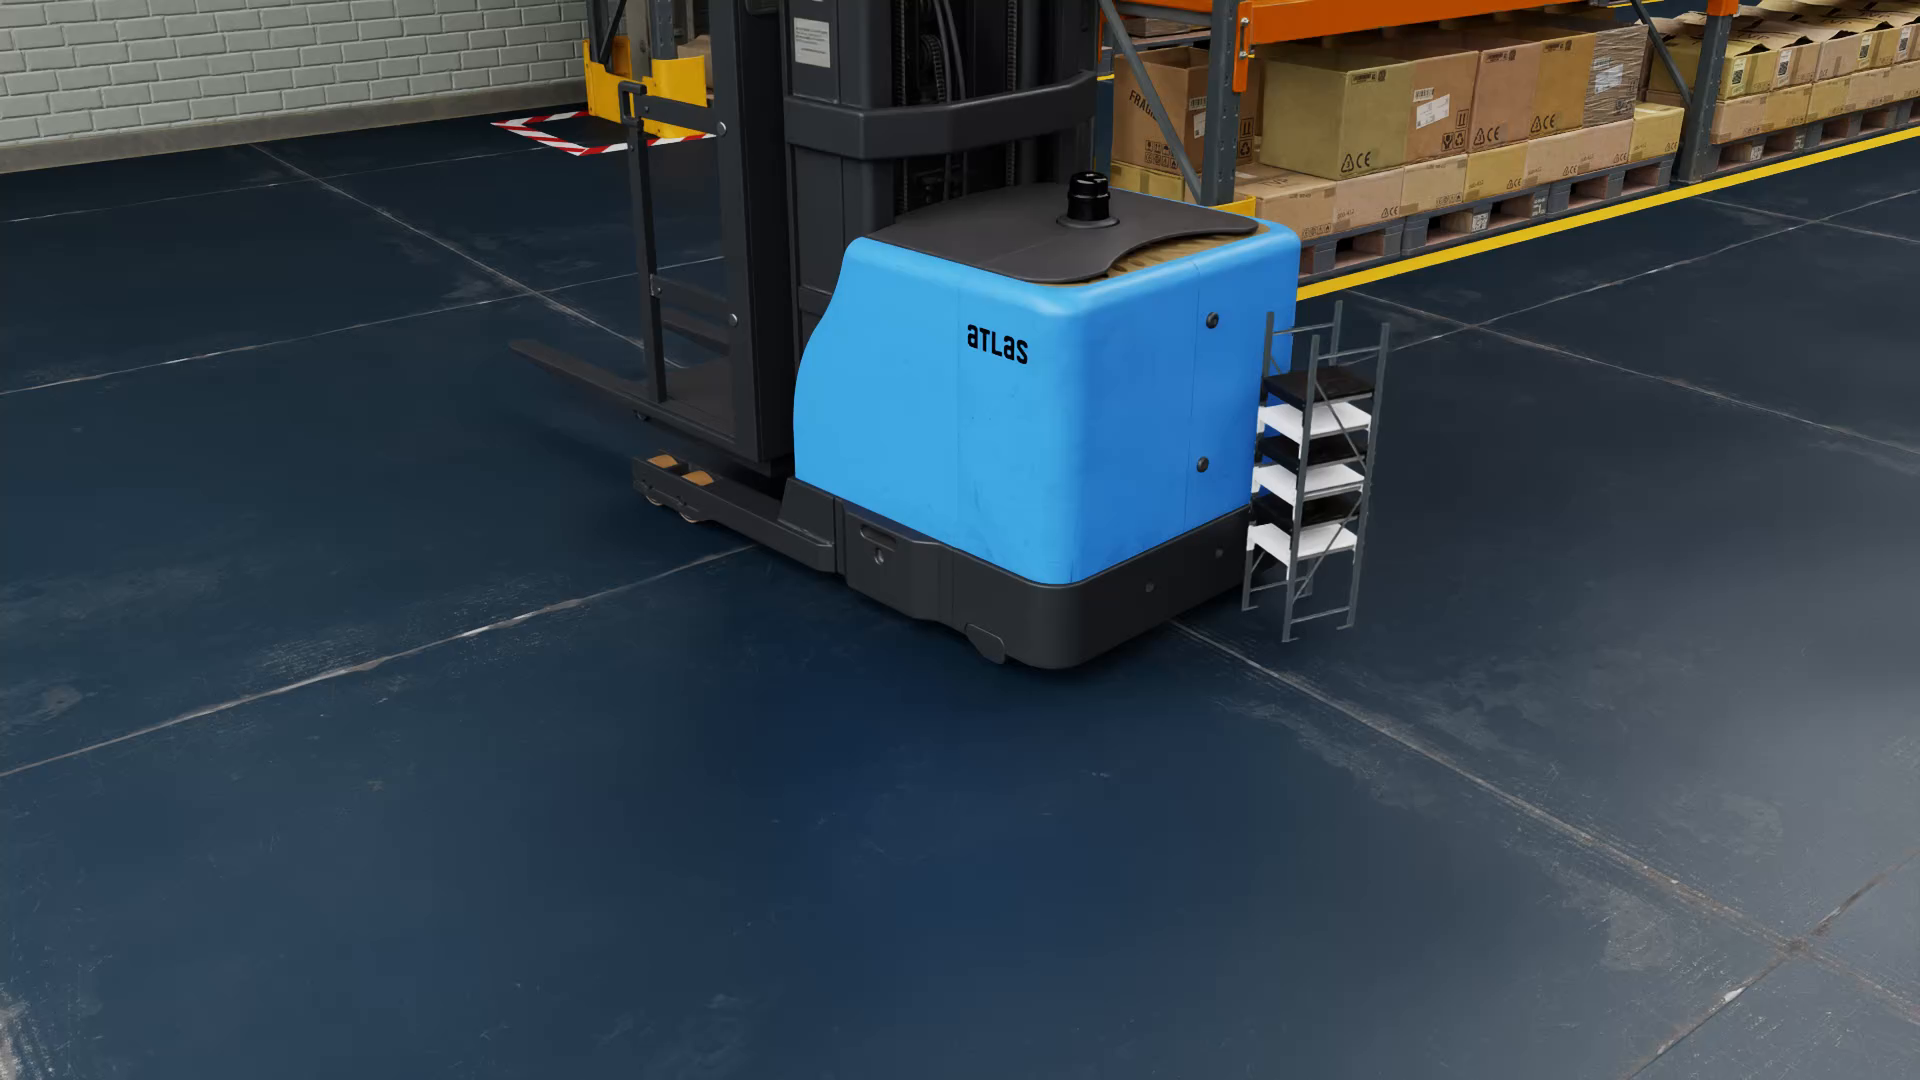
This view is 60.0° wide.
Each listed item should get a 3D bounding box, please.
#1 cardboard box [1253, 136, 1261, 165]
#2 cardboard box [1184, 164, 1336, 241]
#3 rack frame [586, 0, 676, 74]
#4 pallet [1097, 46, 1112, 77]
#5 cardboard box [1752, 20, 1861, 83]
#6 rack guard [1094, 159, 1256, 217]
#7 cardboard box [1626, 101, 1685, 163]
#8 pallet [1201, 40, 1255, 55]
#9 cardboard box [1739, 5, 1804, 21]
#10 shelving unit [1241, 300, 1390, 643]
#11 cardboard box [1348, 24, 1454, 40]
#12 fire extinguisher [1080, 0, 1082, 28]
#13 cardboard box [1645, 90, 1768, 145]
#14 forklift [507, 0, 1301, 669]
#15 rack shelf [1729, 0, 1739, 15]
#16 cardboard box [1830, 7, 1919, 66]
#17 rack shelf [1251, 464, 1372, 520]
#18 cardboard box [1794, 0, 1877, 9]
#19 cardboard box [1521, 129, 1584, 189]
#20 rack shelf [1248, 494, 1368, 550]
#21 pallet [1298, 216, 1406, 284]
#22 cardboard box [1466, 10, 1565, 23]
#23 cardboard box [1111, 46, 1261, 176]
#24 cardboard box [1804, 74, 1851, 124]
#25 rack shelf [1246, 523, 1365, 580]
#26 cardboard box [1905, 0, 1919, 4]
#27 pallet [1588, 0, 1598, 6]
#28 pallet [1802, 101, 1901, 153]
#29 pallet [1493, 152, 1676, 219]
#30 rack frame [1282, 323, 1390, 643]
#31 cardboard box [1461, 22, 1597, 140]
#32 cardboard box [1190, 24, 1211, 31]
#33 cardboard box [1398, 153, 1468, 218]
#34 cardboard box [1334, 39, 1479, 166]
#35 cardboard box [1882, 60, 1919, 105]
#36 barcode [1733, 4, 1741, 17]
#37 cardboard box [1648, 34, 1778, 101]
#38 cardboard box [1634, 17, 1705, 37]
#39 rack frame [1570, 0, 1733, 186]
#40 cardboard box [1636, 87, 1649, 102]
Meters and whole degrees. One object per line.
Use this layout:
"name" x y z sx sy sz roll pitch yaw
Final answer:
"cardboard box" 1.477 -1.882 8.509 0.500 0.250 0.500 -18 31 -34
"cardboard box" 1.410 -1.576 7.851 0.500 0.250 0.500 -18 31 -34
"rack frame" -2.209 -4.208 10.753 0.127 3.000 1.000 -18 31 -34
"pallet" 0.432 -3.796 13.178 1.213 0.211 1.003 -18 31 -34
"cardboard box" 5.281 -3.092 10.451 0.500 0.311 0.500 -19 31 -36
"rack guard" 0.832 -1.427 7.732 0.348 0.500 1.175 -18 31 -34
"cardboard box" 3.768 -2.357 9.533 0.500 0.250 0.500 -18 31 -34
"pallet" 2.511 -4.503 14.702 1.213 0.211 1.003 -18 31 -34
"cardboard box" 5.338 -3.400 11.114 0.500 0.311 0.500 -19 31 -35
"shelving unit" 0.965 -0.180 4.560 0.258 0.900 0.210 -11 28 -22
"cardboard box" 2.261 -2.483 8.913 0.500 0.500 0.500 -18 31 -34
"fire extinguisher" 0.471 -2.656 7.501 0.183 0.674 0.296 -18 31 -34
"cardboard box" 4.469 -2.573 9.997 0.500 0.250 0.500 -19 31 -35
"forklift" -0.435 -1.518 5.039 1.130 2.935 3.031 -22 33 -39
"rack shelf" 5.572 -3.800 10.729 4.000 0.370 1.077 -18 31 -34
"cardboard box" 6.082 -3.358 11.024 0.500 0.311 0.500 -18 31 -34
"rack shelf" 0.965 -0.150 4.575 0.258 0.077 0.200 -11 28 -22
"cardboard box" 6.145 -3.665 11.686 0.500 0.311 0.500 -19 31 -35
"cardboard box" 2.985 -2.096 8.970 0.500 0.250 0.500 -18 31 -34
"rack shelf" 0.965 -0.069 4.615 0.258 0.077 0.200 -11 28 -22
"pallet" 1.427 -1.515 8.264 1.213 0.211 1.003 -18 31 -34
"cardboard box" 3.052 -2.741 9.469 0.500 0.500 0.500 -18 31 -34
"cardboard box" 1.089 -2.089 8.064 0.500 0.500 0.500 -18 31 -34
"cardboard box" 5.278 -2.840 10.574 0.500 0.250 0.500 -19 31 -36
"rack shelf" 0.964 0.012 4.654 0.258 0.077 0.200 -11 28 -22
"cardboard box" 6.886 -3.626 11.600 0.500 0.311 0.500 -17 30 -33
"pallet" 5.713 -5.516 16.884 1.213 0.211 1.003 -18 31 -34
"pallet" 5.515 -2.865 11.172 1.213 0.211 1.003 -18 31 -34
"pallet" 3.347 -2.149 9.630 1.213 0.211 1.003 -18 31 -34
"rack frame" 1.007 -0.139 4.477 0.240 0.900 0.006 -11 28 -22
"cardboard box" 2.977 -2.440 8.821 0.500 0.500 0.500 -18 31 -34
"cardboard box" 1.883 -4.660 14.174 0.500 0.500 0.700 -19 31 -35
"cardboard box" 2.195 -1.837 8.413 0.500 0.250 0.500 -18 31 -34
"cardboard box" 2.188 -2.181 8.263 0.500 0.500 0.500 -18 31 -34
"cardboard box" 6.082 -3.107 11.148 0.500 0.250 0.500 -17 30 -33
"barcode" 4.456 -3.036 9.535 0.075 0.075 0.001 -18 31 -34
"cardboard box" 4.477 -2.829 9.884 0.500 0.311 0.500 -18 30 -34
"cardboard box" 4.546 -3.142 10.557 0.500 0.311 0.500 -17 30 -33
"rack frame" 3.999 -3.607 9.458 0.127 3.000 1.000 -18 31 -34
"cardboard box" 4.146 -2.754 10.387 0.500 0.250 0.500 -19 31 -35
